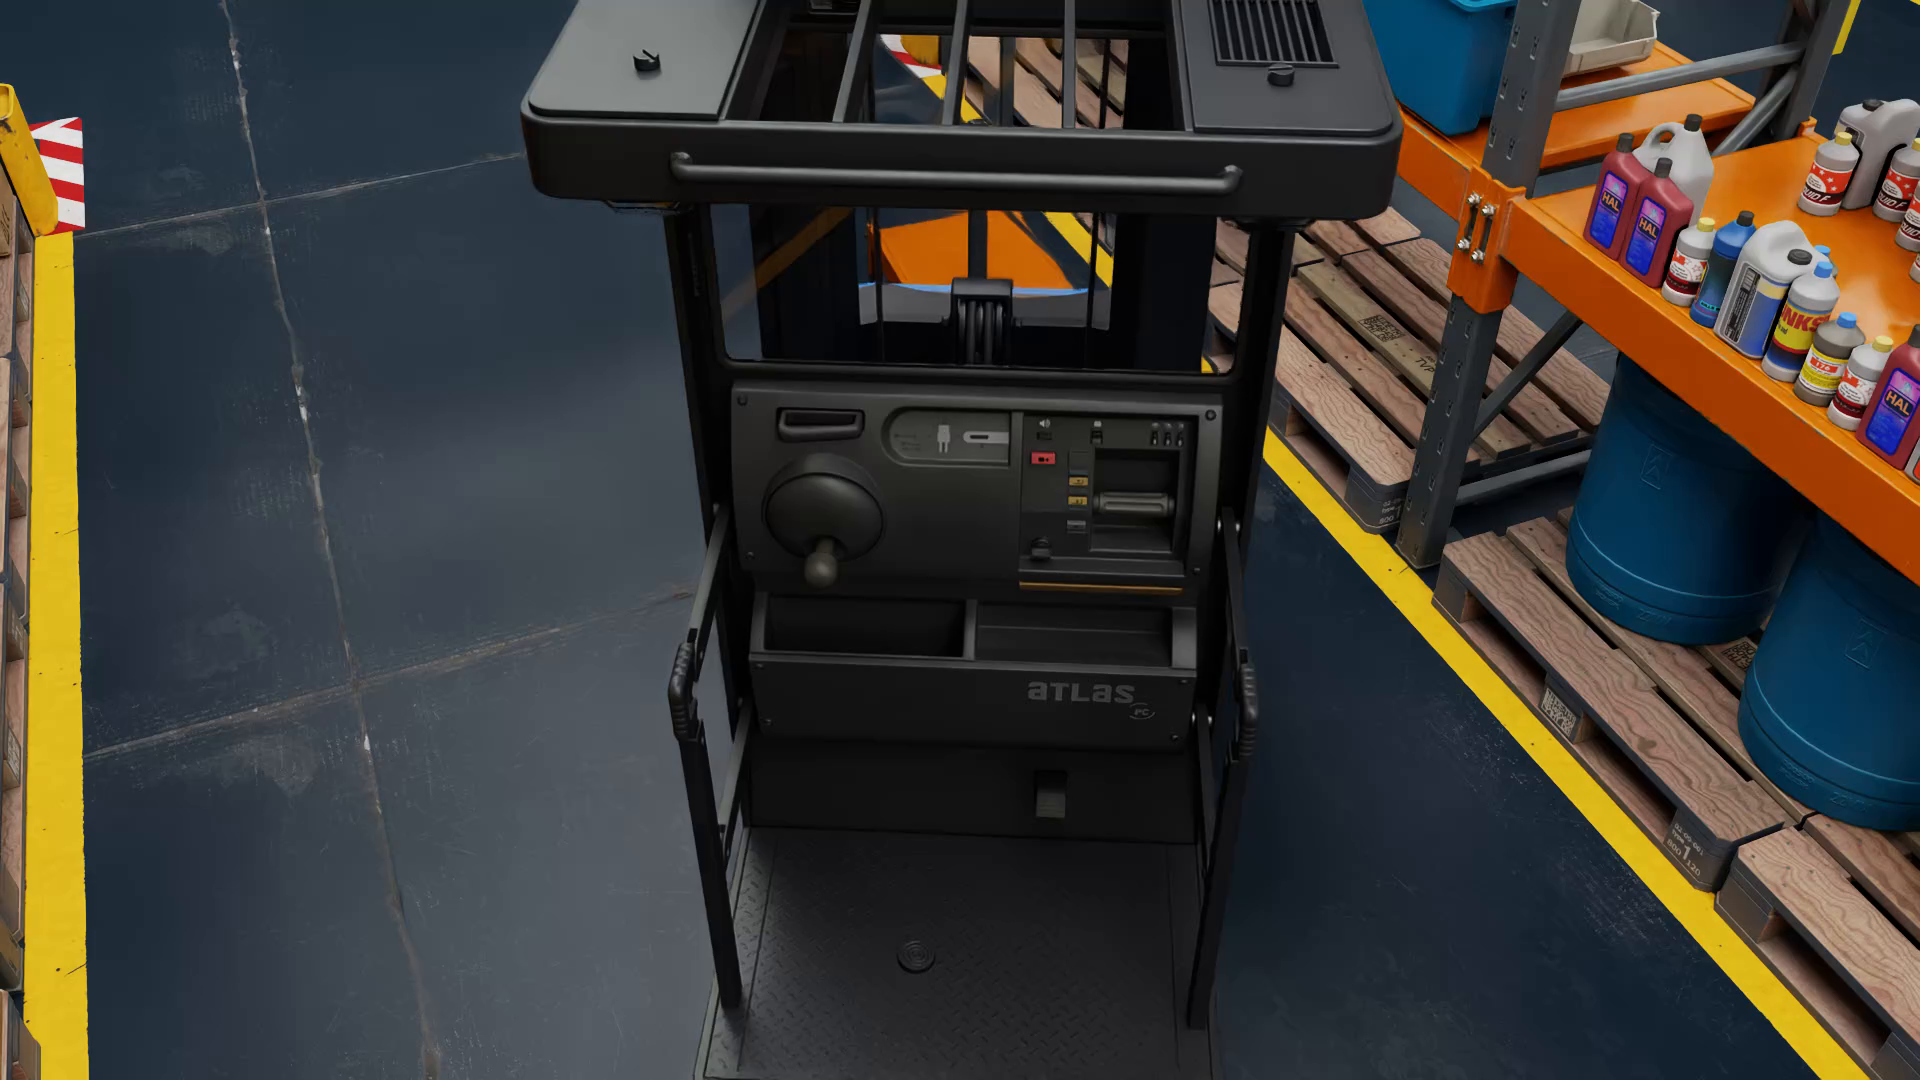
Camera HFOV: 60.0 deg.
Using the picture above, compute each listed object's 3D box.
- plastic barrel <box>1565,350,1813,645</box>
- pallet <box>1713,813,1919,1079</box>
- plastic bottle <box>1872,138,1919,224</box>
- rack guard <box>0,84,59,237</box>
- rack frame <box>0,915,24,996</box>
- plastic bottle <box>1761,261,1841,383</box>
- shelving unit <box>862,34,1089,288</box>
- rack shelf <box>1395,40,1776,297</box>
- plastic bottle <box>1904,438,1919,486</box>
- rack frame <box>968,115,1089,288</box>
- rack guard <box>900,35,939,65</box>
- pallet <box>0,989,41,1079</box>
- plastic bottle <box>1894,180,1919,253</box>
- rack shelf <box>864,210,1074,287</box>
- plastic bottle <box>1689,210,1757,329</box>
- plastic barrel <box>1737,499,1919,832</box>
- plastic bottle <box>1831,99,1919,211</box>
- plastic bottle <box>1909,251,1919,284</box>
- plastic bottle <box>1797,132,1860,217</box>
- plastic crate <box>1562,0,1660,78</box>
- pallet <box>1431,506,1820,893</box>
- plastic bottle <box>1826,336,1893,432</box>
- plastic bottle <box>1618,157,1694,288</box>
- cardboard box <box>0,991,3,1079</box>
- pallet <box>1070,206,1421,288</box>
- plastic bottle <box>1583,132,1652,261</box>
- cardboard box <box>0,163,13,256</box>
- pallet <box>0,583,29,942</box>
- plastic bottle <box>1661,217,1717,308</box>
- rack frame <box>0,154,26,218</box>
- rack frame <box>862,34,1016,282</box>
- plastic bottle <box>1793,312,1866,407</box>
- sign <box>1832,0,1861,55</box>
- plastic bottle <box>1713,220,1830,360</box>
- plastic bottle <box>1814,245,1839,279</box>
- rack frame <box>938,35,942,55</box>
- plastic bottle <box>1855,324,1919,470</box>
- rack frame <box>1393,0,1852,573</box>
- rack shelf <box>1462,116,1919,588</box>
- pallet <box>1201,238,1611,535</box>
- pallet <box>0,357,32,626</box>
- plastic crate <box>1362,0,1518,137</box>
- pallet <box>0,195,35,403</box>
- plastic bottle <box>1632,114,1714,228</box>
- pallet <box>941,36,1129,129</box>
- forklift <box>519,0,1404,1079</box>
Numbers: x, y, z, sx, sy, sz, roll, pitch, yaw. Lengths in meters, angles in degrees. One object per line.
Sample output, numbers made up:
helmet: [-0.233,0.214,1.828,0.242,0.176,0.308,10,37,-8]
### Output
plastic barrel: [2.039,-0.231,4.505,0.600,0.901,0.708,-15,43,-17]
pallet: [2.574,1.070,3.844,1.003,0.211,1.213,-15,43,-17]
plastic bottle: [2.365,-0.904,4.153,0.097,0.201,0.097,0,41,0]
rack guard: [-4.233,-1.382,6.473,1.175,0.500,0.348,-15,43,-17]
rack frame: [-2.732,0.035,2.909,1.000,3.000,0.127,-15,43,-17]
plastic bottle: [1.830,-0.479,3.605,0.097,0.271,0.097,0,41,0]
shelving unit: [0.096,-0.856,5.096,0.587,1.500,1.083,-13,42,-14]
rack shelf: [1.081,-2.131,5.979,1.077,0.370,4.000,-15,43,-17]
plastic bottle: [2.026,-0.220,3.301,0.152,0.276,0.135,-15,43,-17]
rack frame: [0.263,-0.537,4.724,0.500,1.500,0.032,-13,42,-14]
rack guard: [0.295,-2.672,7.974,1.175,0.500,0.348,-15,43,-17]
pallet: [-2.385,1.572,3.260,1.003,0.211,1.213,-15,43,-17]
plastic bottle: [2.360,-0.808,4.042,0.097,0.201,0.097,0,41,0]
rack shelf: [0.098,-0.714,5.206,0.538,0.185,1.000,-13,42,-14]
plastic bottle: [1.742,-0.619,3.768,0.097,0.271,0.097,0,41,0]
plastic barrel: [2.310,0.196,4.009,0.600,0.901,0.708,-15,43,-17]
plastic bottle: [2.296,-0.995,4.202,0.152,0.276,0.135,-15,43,-17]
plastic bottle: [2.327,-0.704,3.921,0.097,0.201,0.097,0,41,0]
plastic bottle: [2.188,-0.925,4.177,0.097,0.201,0.097,0,41,0]
plastic crate: [1.800,-1.438,4.778,0.396,0.136,0.243,-15,43,-17]
pallet: [2.103,0.334,4.700,1.003,0.211,1.213,-15,43,-17]
plastic bottle: [1.905,-0.335,3.492,0.097,0.201,0.097,0,41,0]
plastic bottle: [1.643,-0.747,3.908,0.061,0.283,0.133,-15,43,-17]
cardboard box: [-2.278,1.041,3.318,0.500,0.500,0.500,-15,43,-17]
pallet: [1.058,-1.311,6.613,1.003,0.211,1.213,-15,43,-17]
plastic bottle: [1.592,-0.827,4.001,0.061,0.283,0.133,-15,43,-17]
cardboard box: [-3.826,-1.328,6.073,0.500,0.500,0.500,-15,43,-17]
pallet: [-2.994,0.678,4.300,1.003,0.211,1.213,-15,43,-17]
plastic bottle: [1.704,-0.651,3.859,0.097,0.201,0.097,0,41,0]
rack frame: [-4.262,-2.375,5.711,1.000,3.000,0.127,-15,43,-17]
rack frame: [-0.066,-1.164,5.454,0.500,1.500,0.032,-13,42,-14]
plastic bottle: [1.868,-0.394,3.560,0.097,0.201,0.097,0,41,0]
sign: [2.355,-1.440,4.412,0.100,0.325,0.005,-15,43,-17]
plastic bottle: [1.811,-0.558,3.693,0.152,0.276,0.135,-15,43,-17]
plastic bottle: [1.919,-0.572,3.767,0.097,0.201,0.097,0,41,0]
rack frame: [0.316,-3.609,7.146,1.000,3.000,0.127,-15,43,-17]
plastic bottle: [1.932,-0.292,3.379,0.061,0.283,0.133,-15,43,-17]
rack frame: [1.846,-1.199,4.344,1.000,3.000,0.127,-15,43,-17]
rack shelf: [2.611,0.279,3.177,1.077,0.370,4.000,-15,43,-17]
pallet: [1.529,-0.575,5.757,1.003,0.211,1.213,-15,43,-17]
pallet: [-3.464,-0.058,5.156,1.003,0.211,1.213,-15,43,-17]
plastic crate: [1.352,-1.412,4.557,0.392,0.384,0.575,-15,43,-17]
pallet: [-3.927,-0.792,6.009,1.003,0.211,1.213,-15,43,-17]
plastic bottle: [1.697,-0.863,3.991,0.144,0.351,0.185,-15,43,-17]
pallet: [0.595,-2.045,7.466,1.003,0.211,1.213,-15,43,-17]
forklift: [0.018,-0.015,3.019,1.130,2.935,3.031,2,41,2]
